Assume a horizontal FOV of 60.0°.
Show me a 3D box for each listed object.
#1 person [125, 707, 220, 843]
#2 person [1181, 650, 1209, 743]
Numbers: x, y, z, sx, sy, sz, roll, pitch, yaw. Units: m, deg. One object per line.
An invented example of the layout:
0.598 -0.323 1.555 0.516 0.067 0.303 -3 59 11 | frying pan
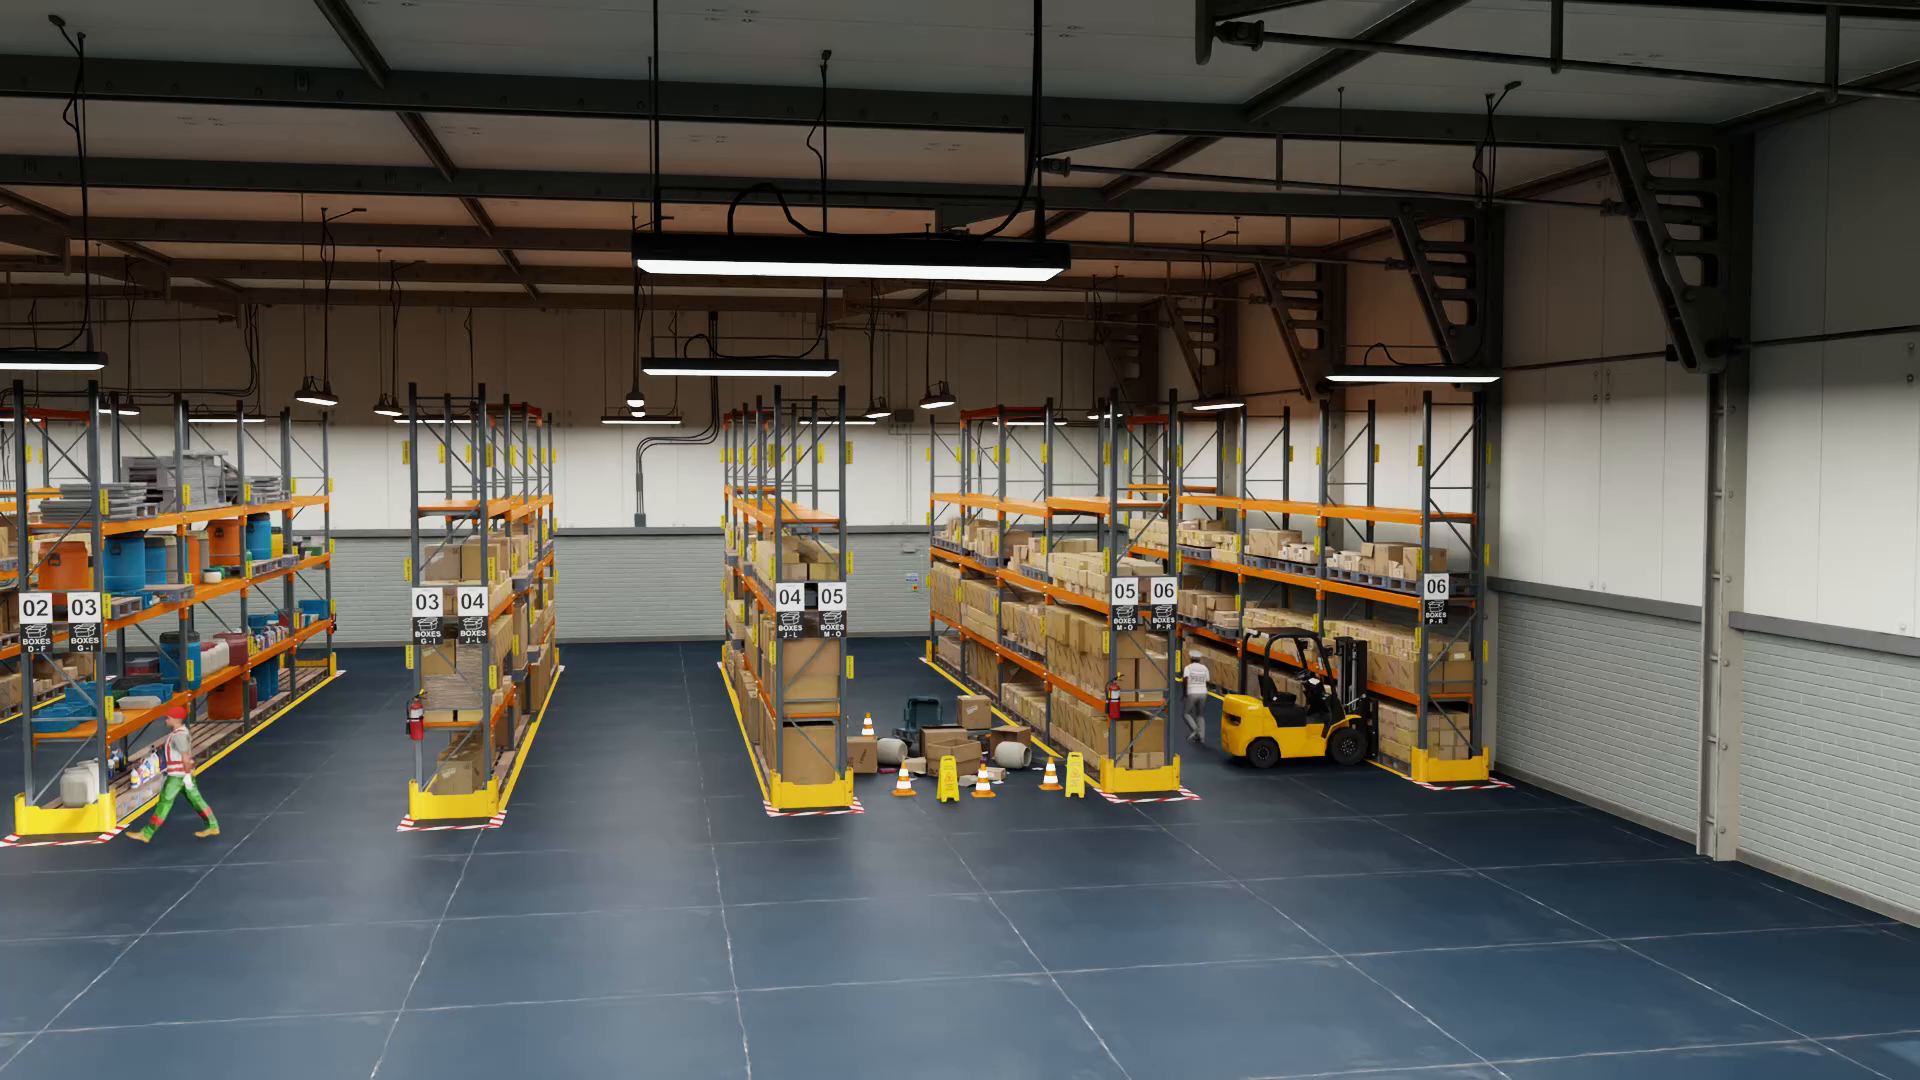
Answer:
-10.206 3.019 21.563 1.069 1.722 0.540 -1 3 -14 | person
4.131 2.736 29.246 0.557 1.581 0.719 0 3 -10 | person
